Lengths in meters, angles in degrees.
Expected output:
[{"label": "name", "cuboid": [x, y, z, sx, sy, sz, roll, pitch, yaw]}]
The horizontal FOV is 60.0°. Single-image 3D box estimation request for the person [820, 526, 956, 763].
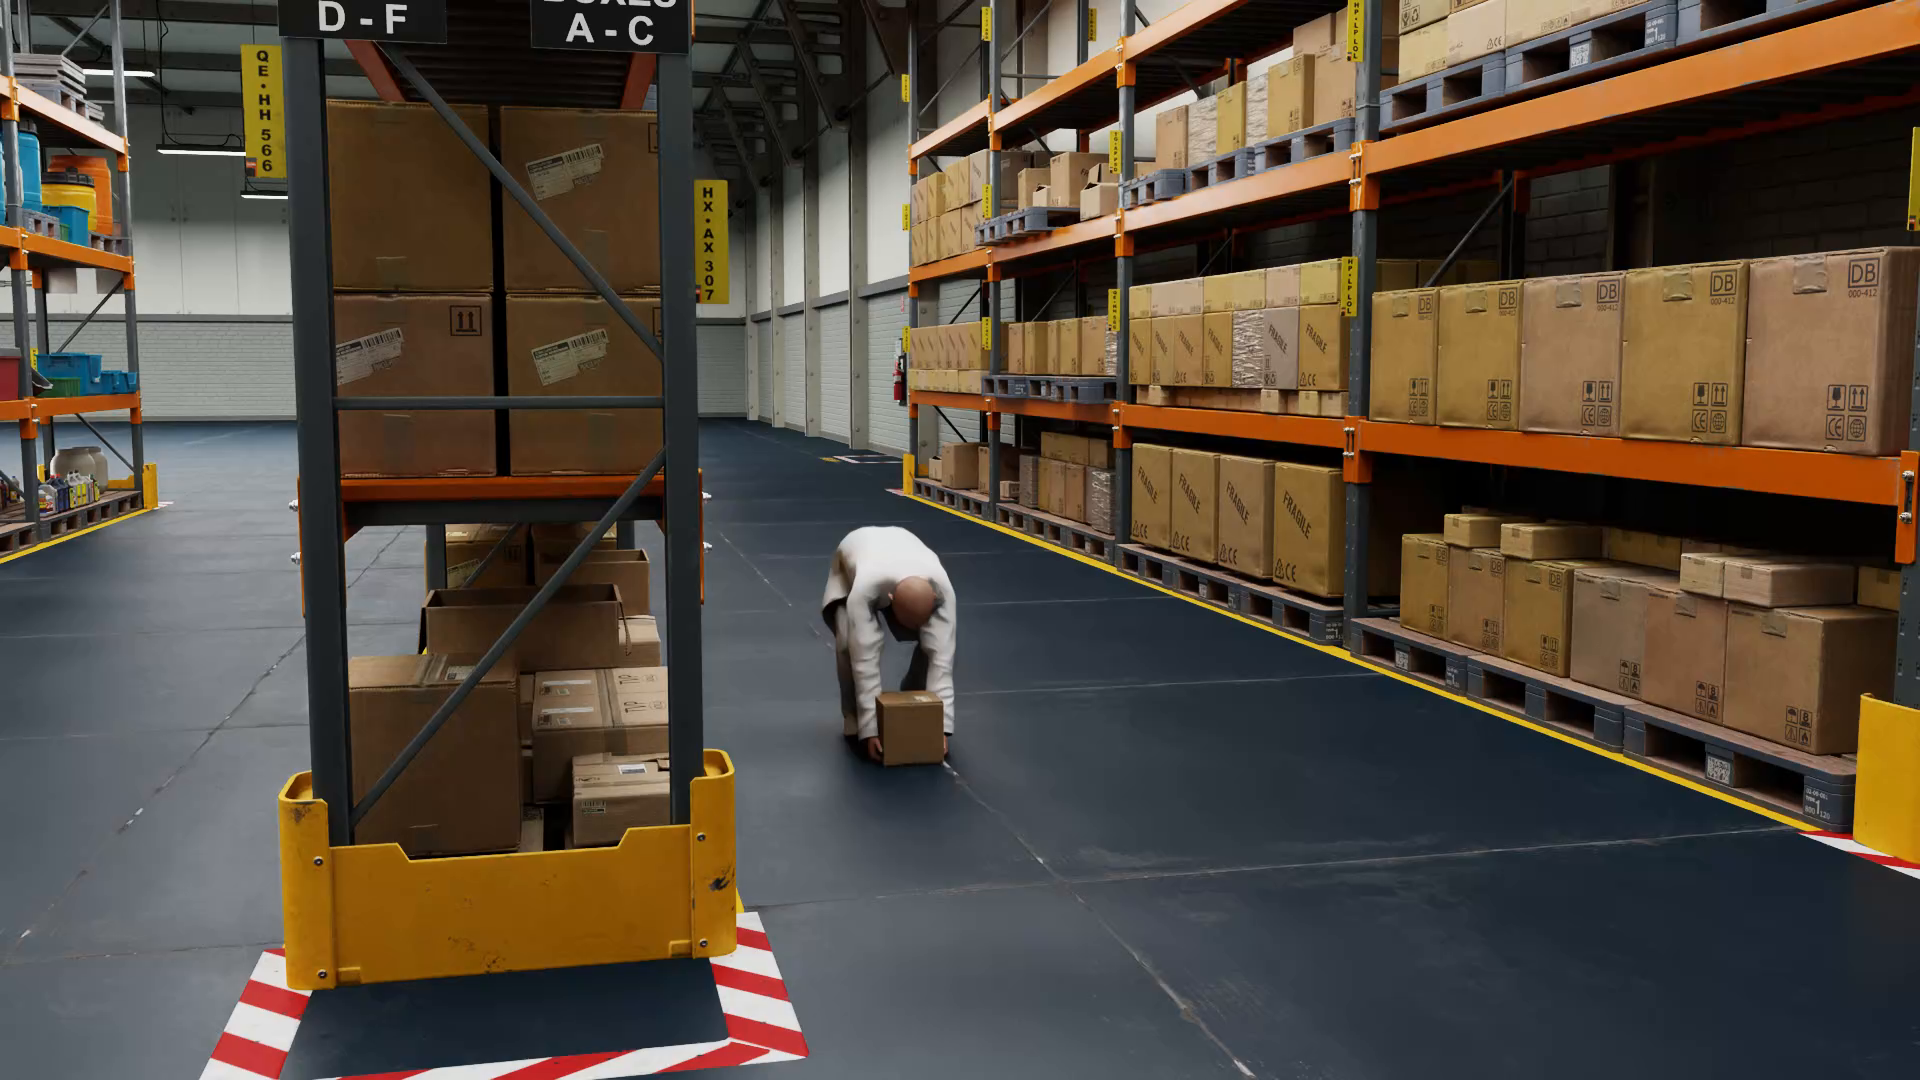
[{"label": "person", "cuboid": [-0.287, 0.417, 7.128, 0.595, 0.923, 0.950, -1, 6, -13]}]
